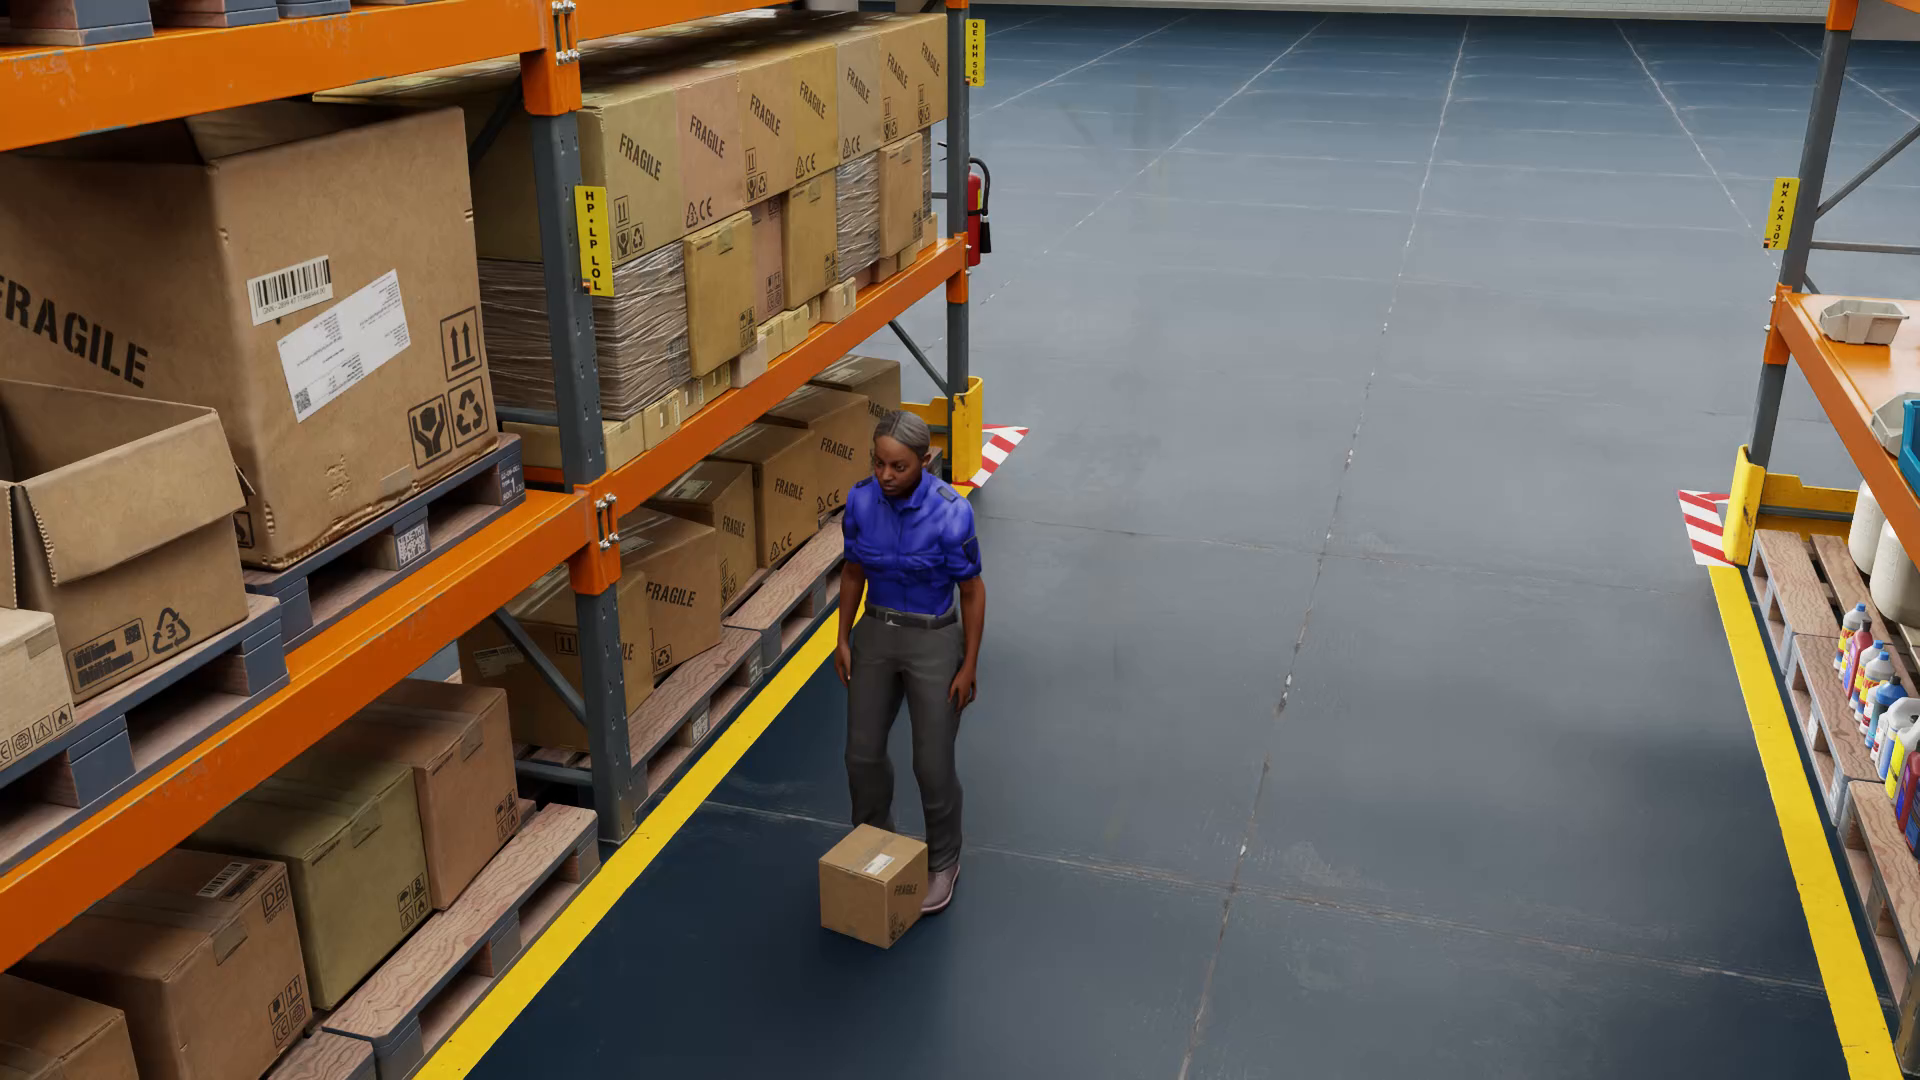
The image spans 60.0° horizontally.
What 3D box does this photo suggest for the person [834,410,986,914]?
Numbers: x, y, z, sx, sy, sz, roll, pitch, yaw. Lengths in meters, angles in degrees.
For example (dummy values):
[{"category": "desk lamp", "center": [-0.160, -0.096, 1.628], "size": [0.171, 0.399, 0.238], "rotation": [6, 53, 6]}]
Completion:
[{"category": "person", "center": [-0.175, 0.361, 5.208], "size": [0.512, 1.653, 0.348], "rotation": [10, 24, 22]}]
